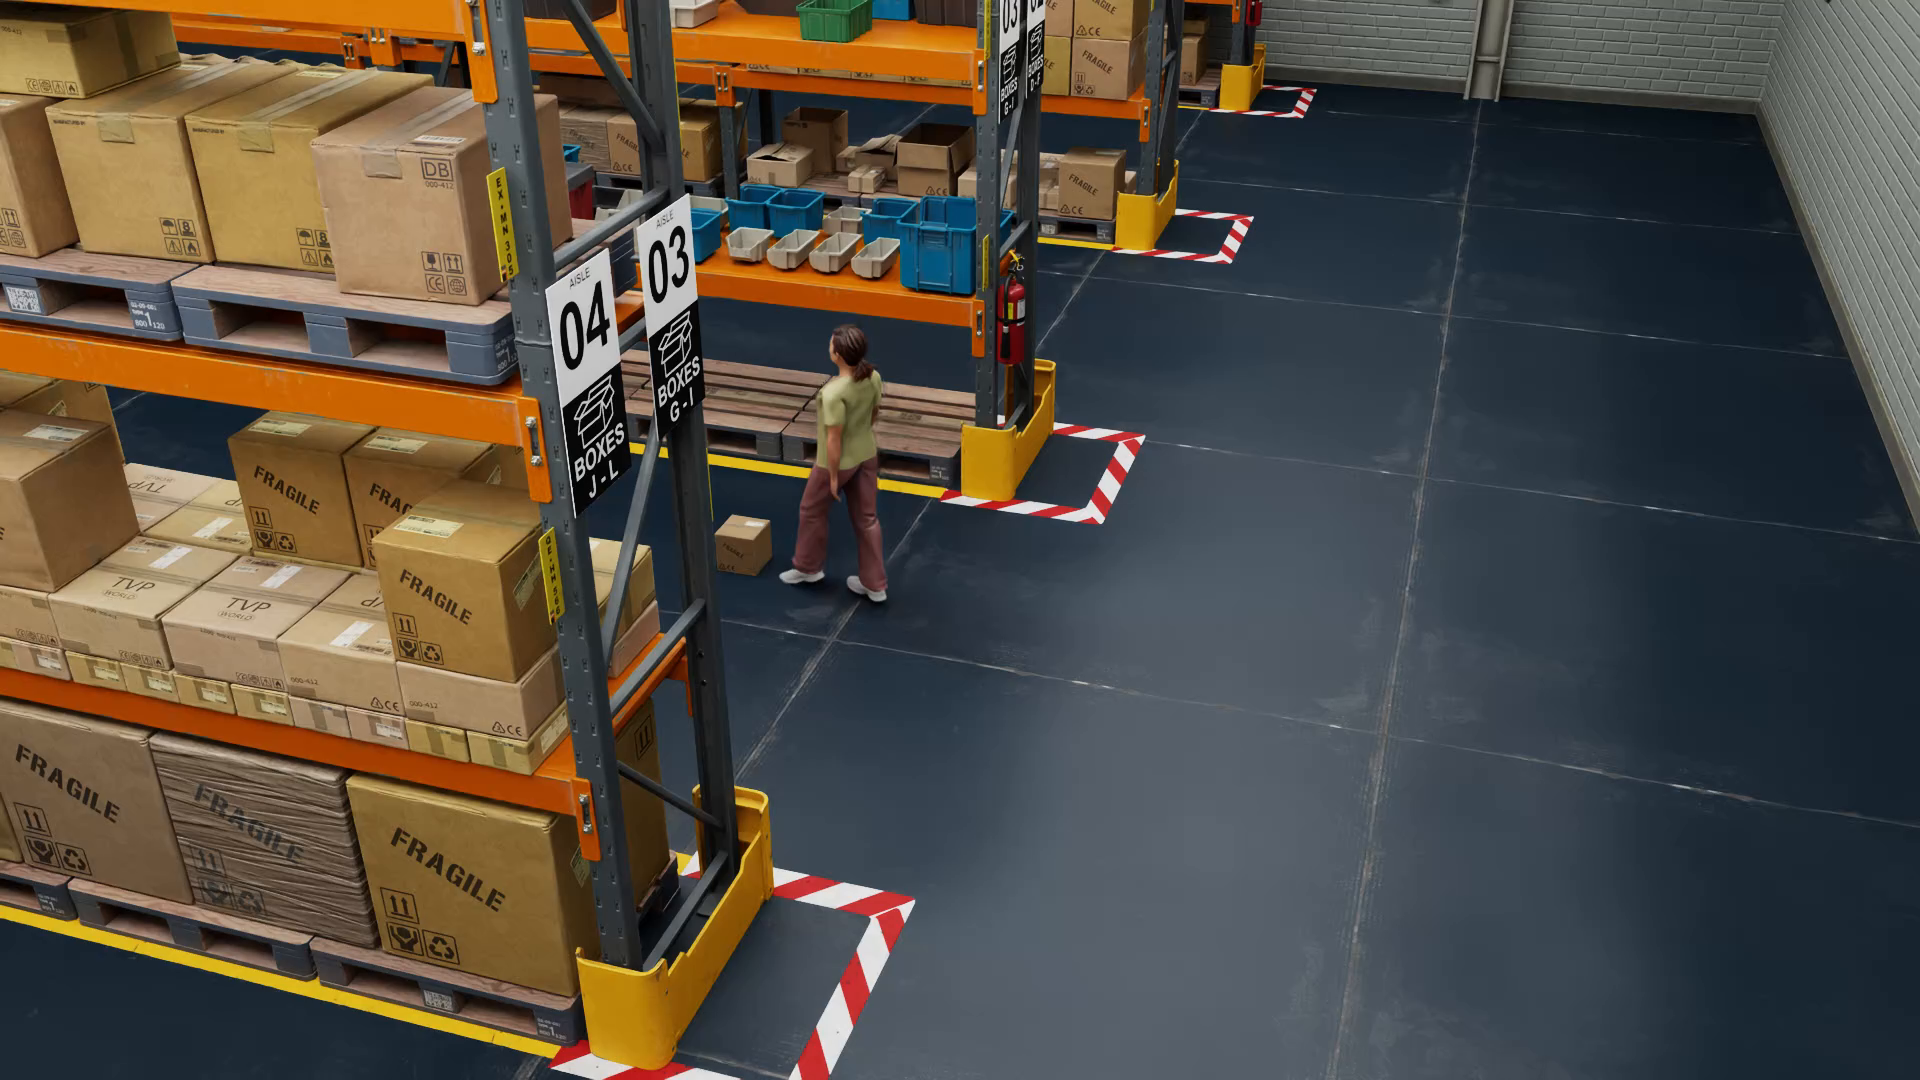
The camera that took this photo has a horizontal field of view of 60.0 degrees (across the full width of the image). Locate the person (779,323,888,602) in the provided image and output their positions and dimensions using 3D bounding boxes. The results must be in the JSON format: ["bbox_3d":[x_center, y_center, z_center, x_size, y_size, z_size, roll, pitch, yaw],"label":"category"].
[{"bbox_3d":[-0.688,-0.453,9.313,0.461,1.693,0.694,-26,38,-38],"label":"person"}]
